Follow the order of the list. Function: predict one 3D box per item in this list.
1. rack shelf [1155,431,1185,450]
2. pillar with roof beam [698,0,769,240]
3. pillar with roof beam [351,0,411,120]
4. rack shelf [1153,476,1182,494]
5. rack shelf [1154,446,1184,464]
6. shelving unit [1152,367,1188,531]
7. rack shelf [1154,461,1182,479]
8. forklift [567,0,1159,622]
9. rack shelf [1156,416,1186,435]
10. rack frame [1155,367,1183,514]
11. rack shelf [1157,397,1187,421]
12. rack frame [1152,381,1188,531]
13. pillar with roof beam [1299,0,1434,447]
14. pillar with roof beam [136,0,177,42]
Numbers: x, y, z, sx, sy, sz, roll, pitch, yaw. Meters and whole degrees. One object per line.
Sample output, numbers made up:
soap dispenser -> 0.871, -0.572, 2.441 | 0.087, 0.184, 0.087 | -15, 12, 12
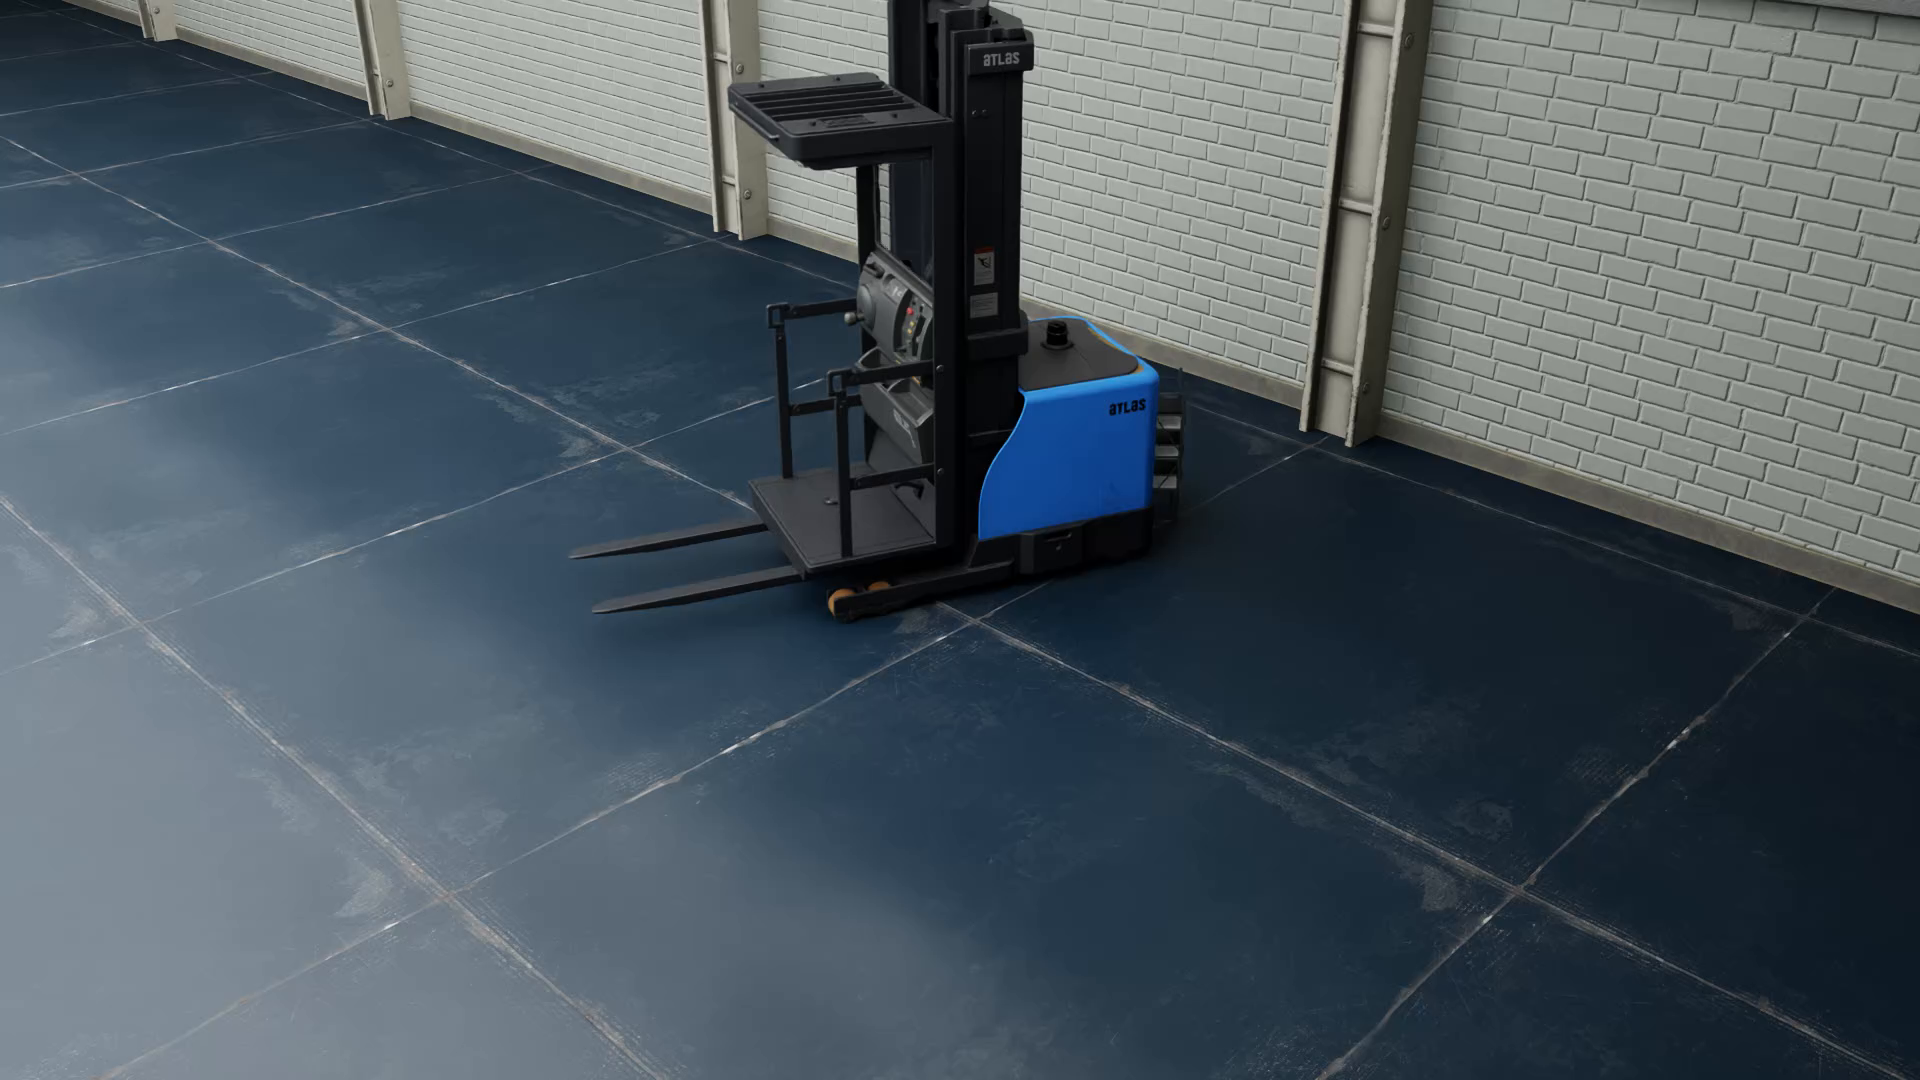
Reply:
rack shelf -> 1.102, -0.550, 9.207 | 0.258, 0.077, 0.200 | 0, 28, -1
pillar with roof beam -> -4.891, -5.203, 9.475 | 0.400, 9.000, 9.100 | 25, 36, 38
pillar with roof beam -> -9.170, -7.160, 13.198 | 0.400, 9.000, 9.100 | 25, 36, 38
rack shelf -> 1.101, -0.311, 9.333 | 0.258, 0.077, 0.200 | 0, 28, -1
rack shelf -> 1.102, -0.471, 9.249 | 0.258, 0.077, 0.200 | 0, 28, -1
shelving unit -> 1.102, -0.500, 9.234 | 0.258, 0.900, 0.210 | 0, 28, -1
rack shelf -> 1.102, -0.391, 9.291 | 0.258, 0.077, 0.200 | 0, 28, -1
forklift -> -0.516, -1.160, 8.308 | 3.031, 2.935, 1.130 | -11, 30, -20
rack shelf -> 1.102, -0.630, 9.165 | 0.258, 0.077, 0.200 | 0, 28, -1
rack frame -> 1.101, -0.548, 9.324 | 0.240, 0.900, 0.006 | 0, 28, -1
rack shelf -> 1.103, -0.710, 9.123 | 0.258, 0.077, 0.200 | 0, 28, -1
rack frame -> 1.103, -0.453, 9.144 | 0.240, 0.900, 0.006 | 0, 28, -1
pillar with roof beam -> -0.613, -3.245, 5.752 | 0.400, 9.000, 9.100 | 25, 36, 38
pillar with roof beam -> -13.448, -9.118, 16.922 | 0.400, 9.000, 9.100 | 25, 36, 38
